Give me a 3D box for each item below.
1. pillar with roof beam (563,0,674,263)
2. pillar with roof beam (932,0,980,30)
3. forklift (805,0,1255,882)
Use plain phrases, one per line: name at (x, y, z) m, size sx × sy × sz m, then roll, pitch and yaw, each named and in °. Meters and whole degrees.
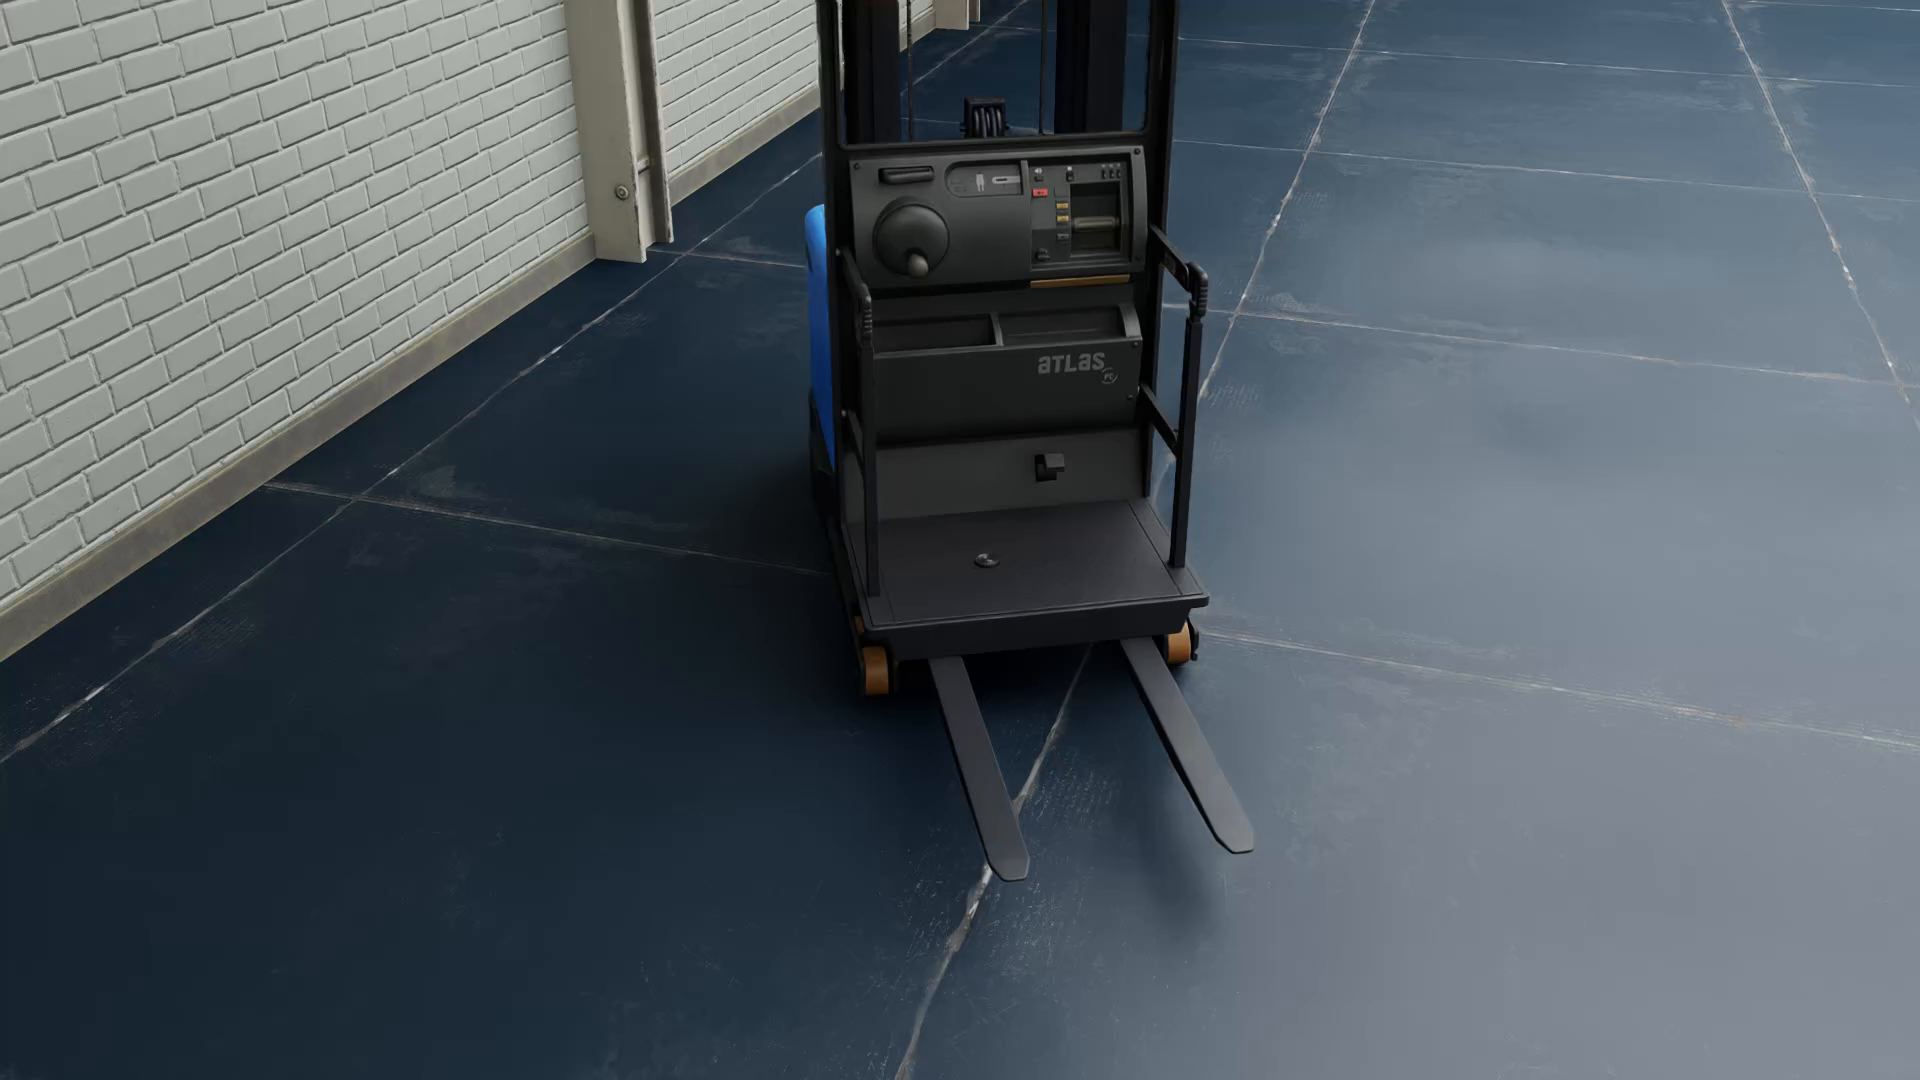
pillar with roof beam at (2.321, -4.918, 5.834) m, size 9.100 × 9.000 × 0.400 m, roll 8°, pitch 30°, yaw 15°
pillar with roof beam at (4.082, -7.706, 10.847) m, size 9.100 × 9.000 × 0.400 m, roll 8°, pitch 30°, yaw 15°
forklift at (0.165, -0.971, 4.981) m, size 1.130 × 2.935 × 3.031 m, roll -5°, pitch 29°, yaw -9°
